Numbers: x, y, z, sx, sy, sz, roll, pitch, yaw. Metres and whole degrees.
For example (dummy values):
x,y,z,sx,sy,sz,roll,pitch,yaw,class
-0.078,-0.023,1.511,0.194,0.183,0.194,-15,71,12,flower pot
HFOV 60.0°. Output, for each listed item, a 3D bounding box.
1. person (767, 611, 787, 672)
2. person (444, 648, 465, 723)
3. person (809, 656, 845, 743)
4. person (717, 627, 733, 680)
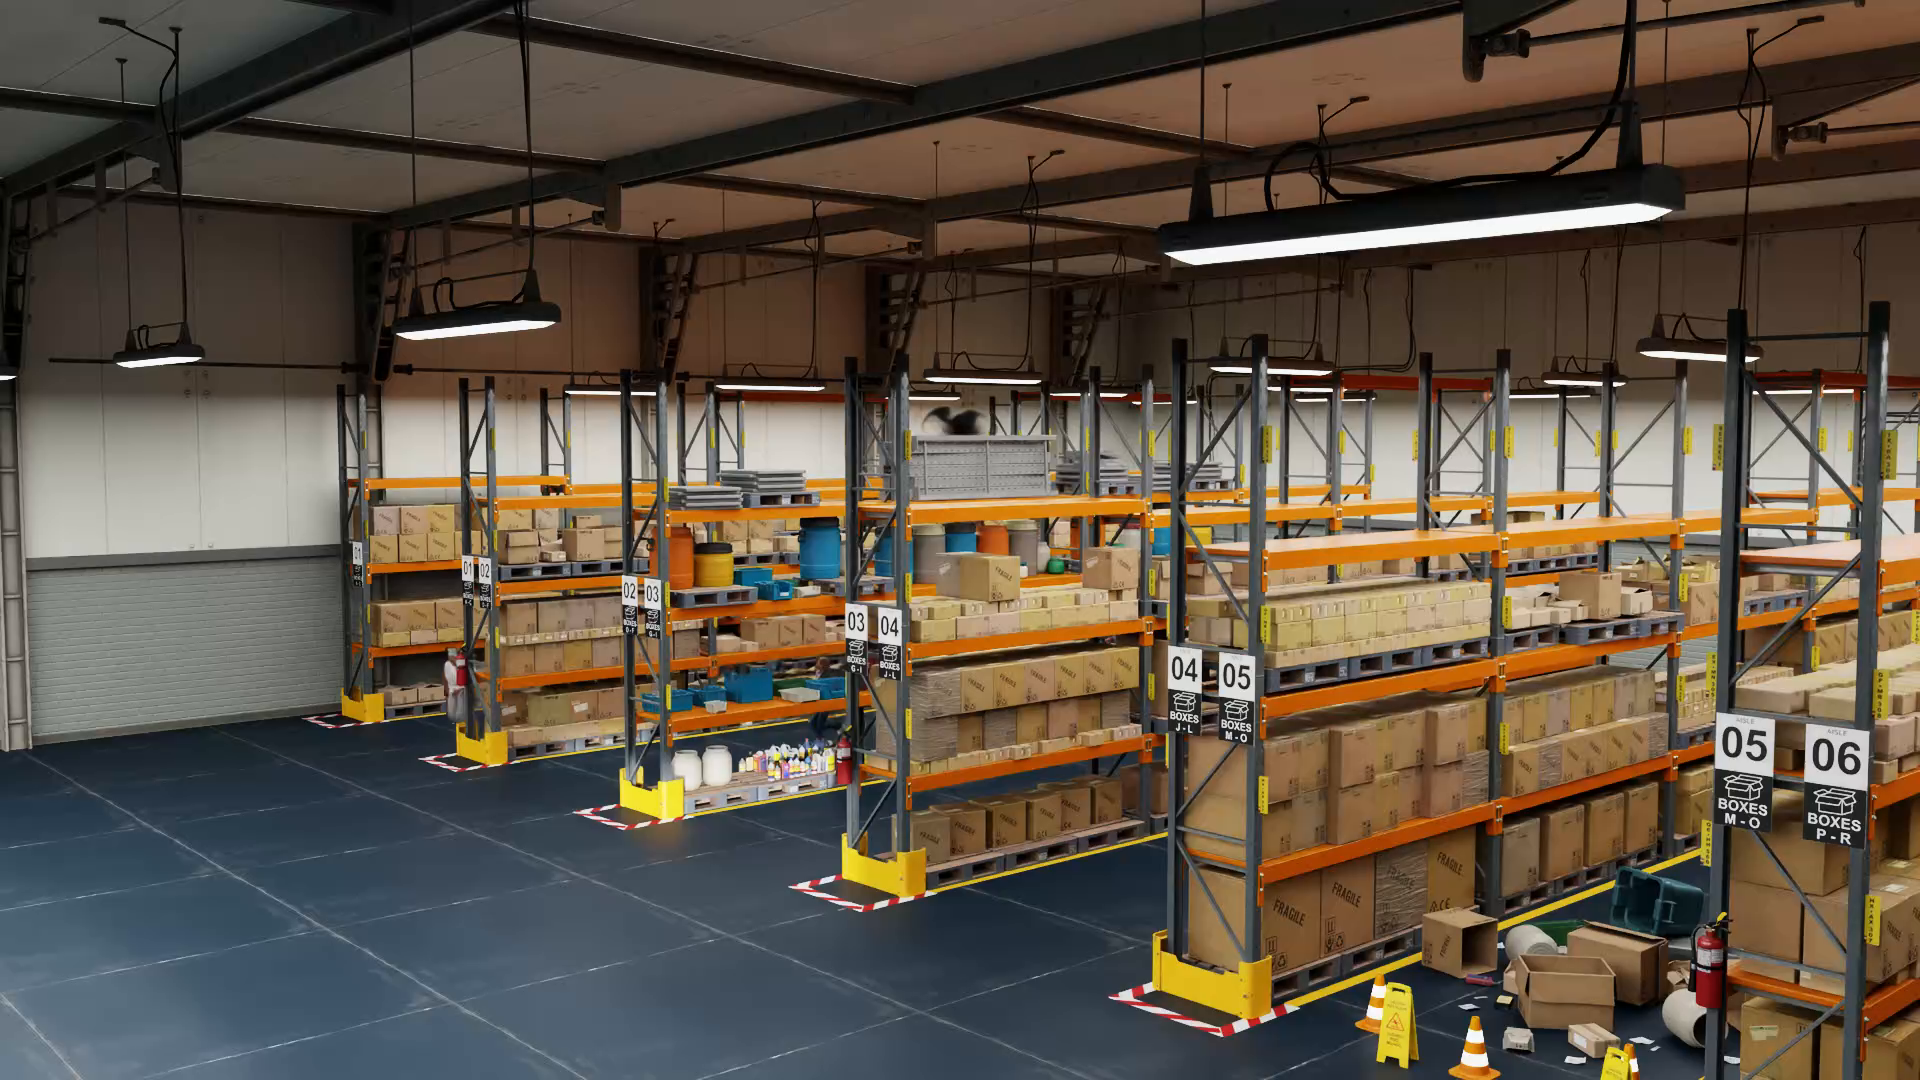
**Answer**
x,y,z,sx,sy,sz,roll,pitch,yaw,class
-3.555,2.155,32.811,0.630,1.734,0.691,-4,5,-44,person
-8.390,2.553,27.732,0.594,1.567,0.634,1,4,14,person
-2.158,2.653,26.807,0.599,1.547,0.564,-3,5,-39,person
-4.539,2.353,31.427,0.606,1.500,0.806,2,4,24,person
